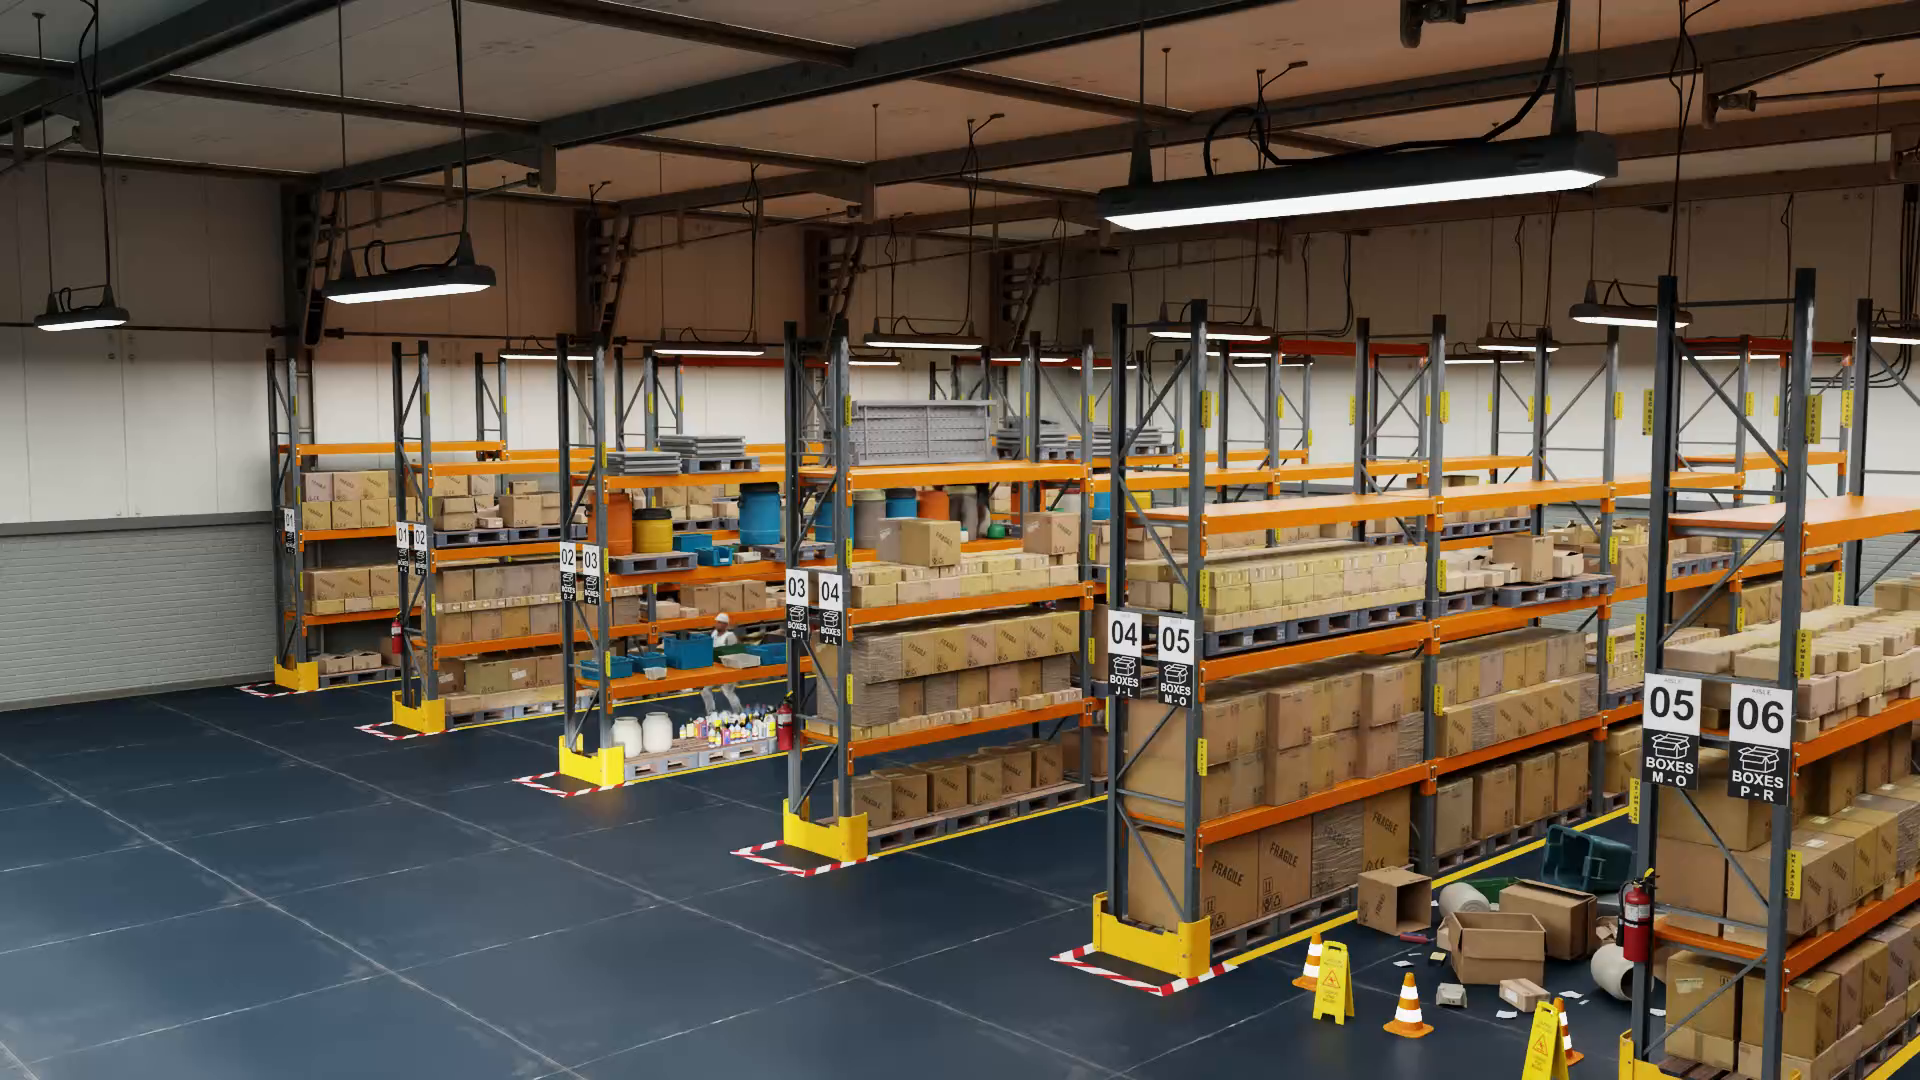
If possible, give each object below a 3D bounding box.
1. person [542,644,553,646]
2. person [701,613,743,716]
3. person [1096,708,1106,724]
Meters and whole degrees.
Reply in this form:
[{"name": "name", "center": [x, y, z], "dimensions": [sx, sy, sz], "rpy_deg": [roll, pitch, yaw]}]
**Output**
[{"name": "person", "center": [-7.339, 1.746, 29.720], "dimensions": [0.615, 1.716, 0.796], "rpy_deg": [4, 7, 40]}, {"name": "person", "center": [-3.703, 2.048, 25.753], "dimensions": [0.657, 1.841, 0.770], "rpy_deg": [4, 6, 37]}, {"name": "person", "center": [2.274, 2.065, 25.974], "dimensions": [0.639, 1.716, 0.943], "rpy_deg": [3, 6, 34]}]
